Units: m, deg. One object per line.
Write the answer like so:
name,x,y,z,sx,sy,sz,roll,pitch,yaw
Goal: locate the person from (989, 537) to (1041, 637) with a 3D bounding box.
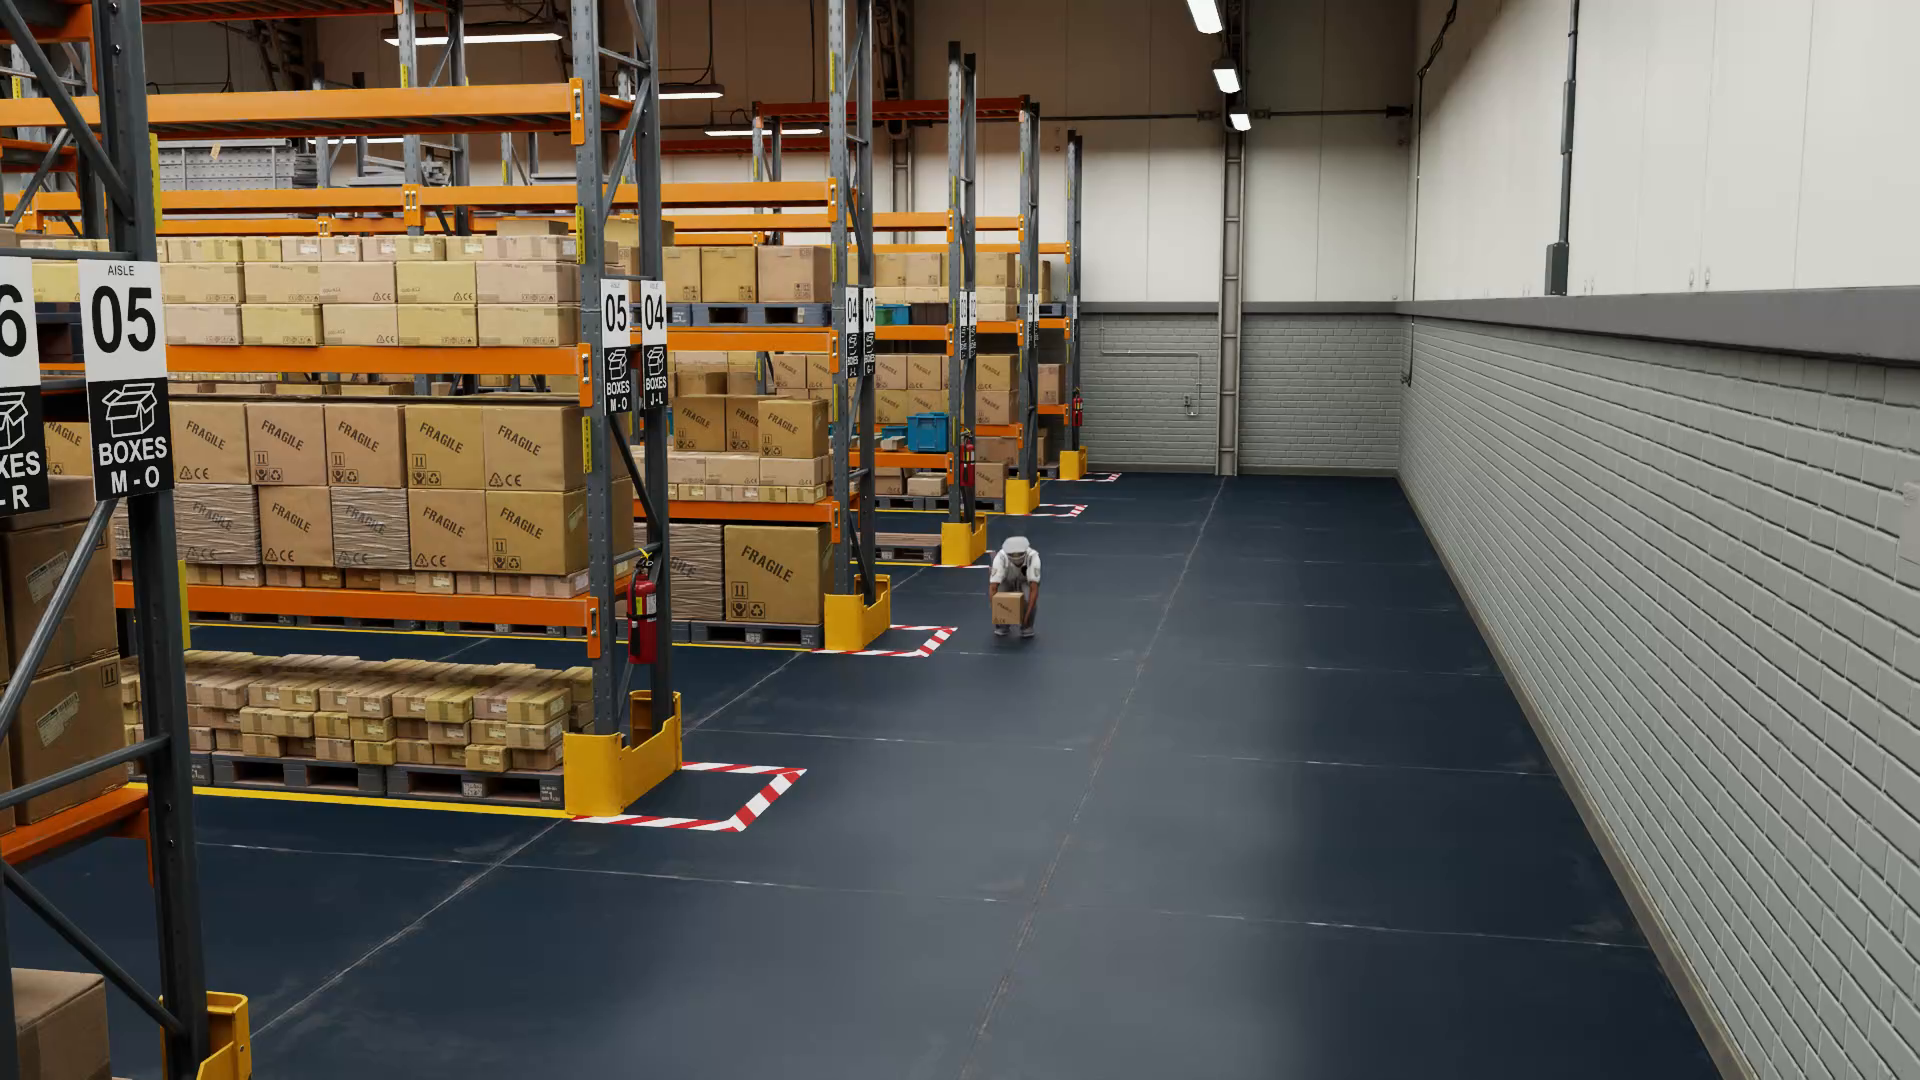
person,0.519,0.418,15.378,0.484,0.968,0.835,2,8,11
